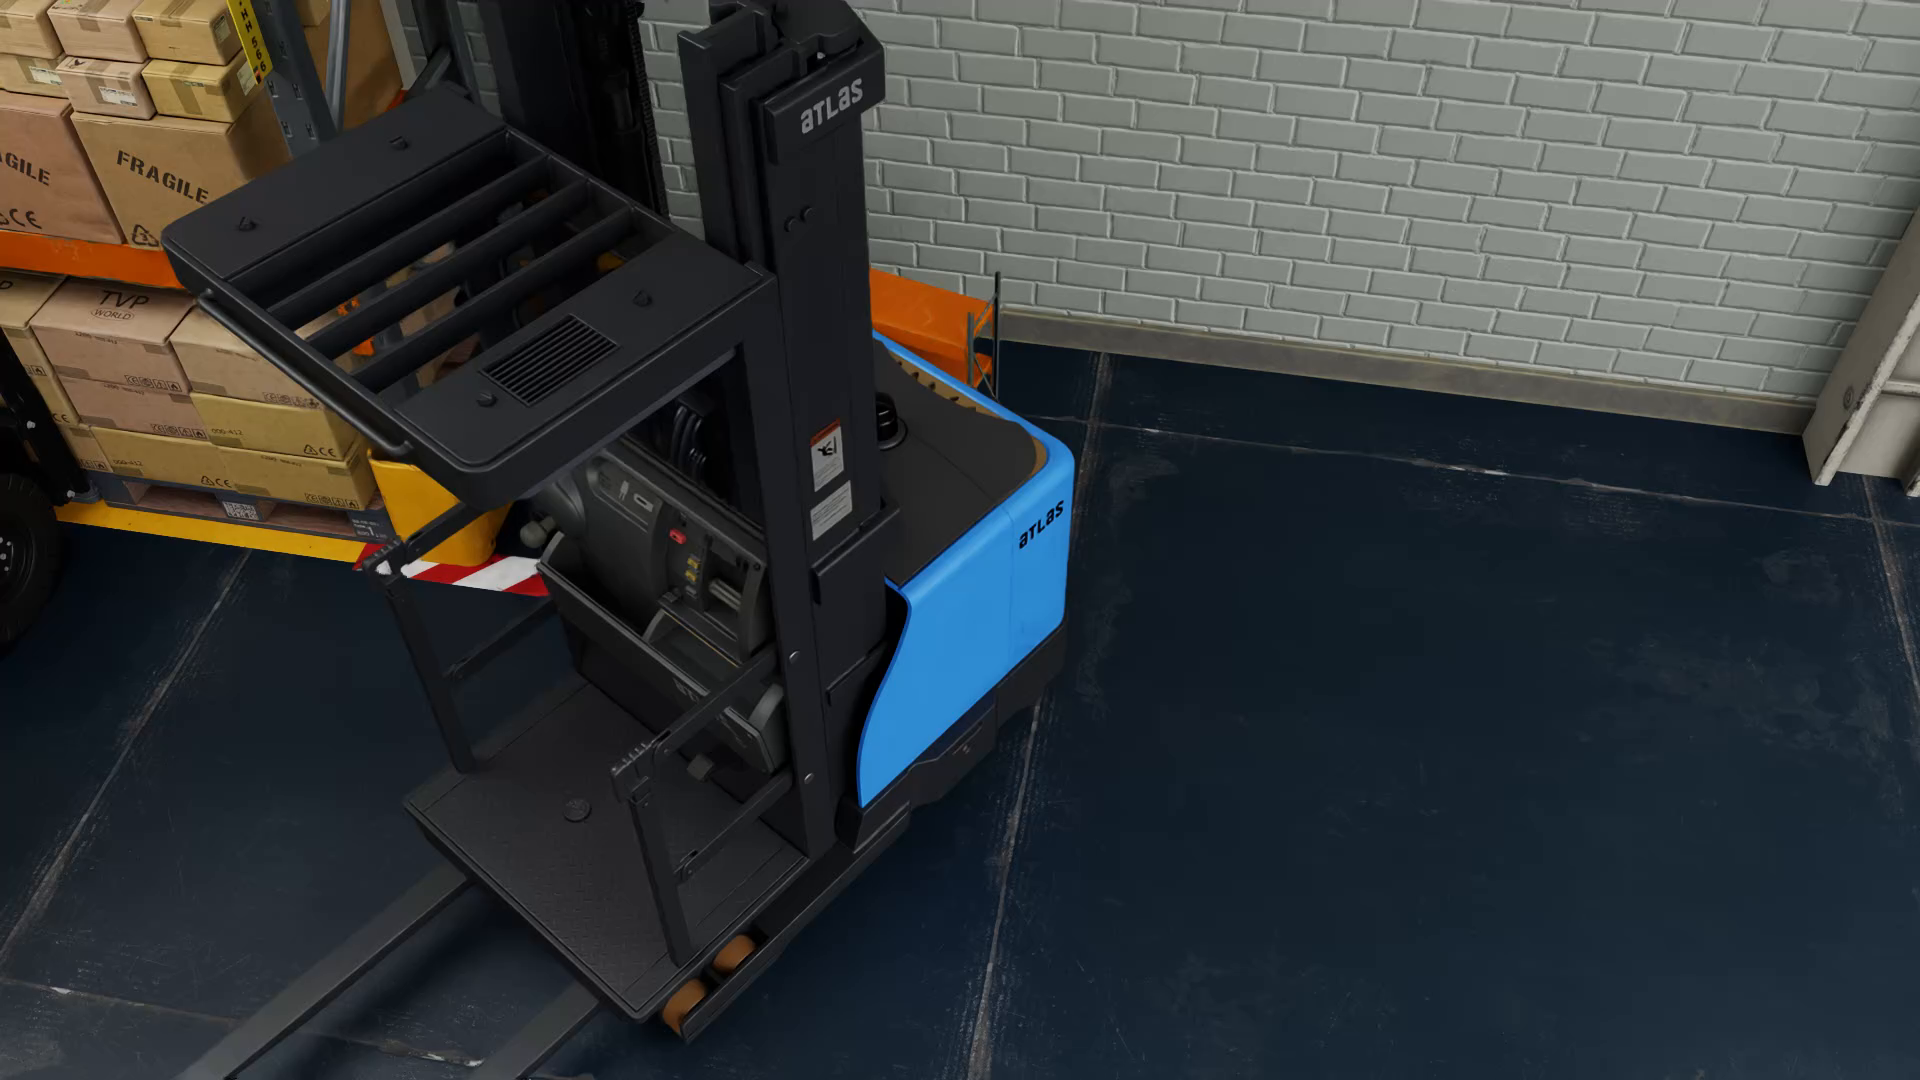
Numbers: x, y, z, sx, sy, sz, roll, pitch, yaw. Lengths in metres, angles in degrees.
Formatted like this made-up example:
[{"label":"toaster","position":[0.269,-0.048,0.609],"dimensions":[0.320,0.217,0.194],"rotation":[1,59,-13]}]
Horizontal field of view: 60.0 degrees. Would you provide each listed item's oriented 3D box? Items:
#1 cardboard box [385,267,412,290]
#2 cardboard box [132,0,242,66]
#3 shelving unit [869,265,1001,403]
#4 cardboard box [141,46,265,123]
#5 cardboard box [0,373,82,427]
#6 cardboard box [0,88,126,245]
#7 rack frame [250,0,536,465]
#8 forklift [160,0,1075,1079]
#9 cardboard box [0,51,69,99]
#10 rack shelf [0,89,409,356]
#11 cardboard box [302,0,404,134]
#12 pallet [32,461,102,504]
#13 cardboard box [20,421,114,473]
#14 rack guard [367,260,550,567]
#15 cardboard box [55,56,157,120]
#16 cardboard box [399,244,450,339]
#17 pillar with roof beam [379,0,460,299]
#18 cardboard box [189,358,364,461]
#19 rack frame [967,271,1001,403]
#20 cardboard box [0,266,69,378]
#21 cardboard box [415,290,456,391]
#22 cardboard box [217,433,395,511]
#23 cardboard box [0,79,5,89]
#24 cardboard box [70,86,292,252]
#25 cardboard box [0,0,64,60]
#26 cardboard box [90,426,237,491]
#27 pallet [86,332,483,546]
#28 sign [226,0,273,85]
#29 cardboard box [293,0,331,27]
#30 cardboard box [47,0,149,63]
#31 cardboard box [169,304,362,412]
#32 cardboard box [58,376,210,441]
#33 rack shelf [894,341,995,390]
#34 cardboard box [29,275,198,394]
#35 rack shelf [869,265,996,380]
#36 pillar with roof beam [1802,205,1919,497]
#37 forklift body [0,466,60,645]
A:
[{"label":"cardboard box","position":[-2.288,-1.106,6.121],"dimensions":[0.500,0.250,0.500],"rotation":[7,48,6]},{"label":"cardboard box","position":[-2.239,-1.591,4.960],"dimensions":[0.250,0.149,0.380],"rotation":[8,49,7]},{"label":"shelving unit","position":[-0.144,-0.469,5.865],"dimensions":[0.503,1.200,0.258],"rotation":[18,51,16]},{"label":"cardboard box","position":[-2.240,-1.439,5.023],"dimensions":[0.250,0.149,0.380],"rotation":[8,49,7]},{"label":"cardboard box","position":[-3.387,-0.700,6.092],"dimensions":[0.500,0.250,0.500],"rotation":[7,48,6]},{"label":"cardboard box","position":[-2.889,-1.330,5.361],"dimensions":[0.500,0.500,0.500],"rotation":[9,49,8]},{"label":"rack frame","position":[-1.849,-1.348,5.445],"dimensions":[0.127,3.000,1.000],"rotation":[8,49,7]},{"label":"forklift","position":[-0.983,0.053,4.232],"dimensions":[1.130,2.935,3.031],"rotation":[33,56,26]},{"label":"cardboard box","position":[-2.741,-1.531,5.105],"dimensions":[0.250,0.149,0.380],"rotation":[8,49,8]},{"label":"rack shelf","position":[-3.817,-1.372,5.950],"dimensions":[4.000,0.370,1.077],"rotation":[8,49,7]},{"label":"cardboard box","position":[-2.287,-1.651,5.649],"dimensions":[0.500,0.500,0.500],"rotation":[9,49,8]},{"label":"pallet","position":[-3.806,-0.650,6.692],"dimensions":[1.213,0.211,1.003],"rotation":[8,49,7]},{"label":"cardboard box","position":[-3.346,-0.546,6.290],"dimensions":[0.500,0.250,0.500],"rotation":[8,49,7]},{"label":"rack guard","position":[-1.825,-0.510,6.372],"dimensions":[0.348,0.500,1.175],"rotation":[8,49,7]},{"label":"cardboard box","position":[-2.497,-1.451,5.034],"dimensions":[0.250,0.149,0.380],"rotation":[8,49,7]},{"label":"cardboard box","position":[-2.275,-0.951,6.318],"dimensions":[0.500,0.250,0.500],"rotation":[8,49,8]},{"label":"pillar with roof beam","position":[-3.140,-0.954,1.058],"dimensions":[0.400,9.000,9.100],"rotation":[8,49,7]},{"label":"cardboard box","position":[-2.384,-0.572,5.978],"dimensions":[0.500,0.250,0.500],"rotation":[7,48,6]},{"label":"rack frame","position":[0.078,-0.395,5.798],"dimensions":[0.015,1.200,0.240],"rotation":[18,51,16]},{"label":"cardboard box","position":[-3.360,-0.859,5.899],"dimensions":[0.500,0.250,0.500],"rotation":[8,49,7]},{"label":"cardboard box","position":[-2.298,-0.778,6.499],"dimensions":[0.500,0.250,0.500],"rotation":[8,49,7]},{"label":"cardboard box","position":[-2.368,-0.401,6.160],"dimensions":[0.500,0.250,0.500],"rotation":[8,49,7]},{"label":"cardboard box","position":[-2.983,-1.572,5.142],"dimensions":[0.250,0.149,0.380],"rotation":[7,48,7]},{"label":"cardboard box","position":[-2.380,-1.255,5.294],"dimensions":[0.500,0.500,0.500],"rotation":[7,48,6]},{"label":"cardboard box","position":[-2.750,-1.616,4.982],"dimensions":[0.250,0.149,0.380],"rotation":[9,49,8]},{"label":"cardboard box","position":[-2.855,-0.473,6.225],"dimensions":[0.500,0.250,0.500],"rotation":[8,49,7]},{"label":"pallet","position":[-2.609,-0.487,6.546],"dimensions":[1.213,0.211,1.003],"rotation":[8,49,7]},{"label":"sign","position":[-1.959,-1.419,4.571],"dimensions":[0.005,0.325,0.100],"rotation":[8,49,7]},{"label":"cardboard box","position":[-2.137,-1.833,5.377],"dimensions":[0.250,0.149,0.380],"rotation":[7,48,6]},{"label":"cardboard box","position":[-2.487,-1.601,4.969],"dimensions":[0.250,0.149,0.380],"rotation":[8,49,7]},{"label":"cardboard box","position":[-2.358,-0.737,5.789],"dimensions":[0.500,0.250,0.500],"rotation":[9,49,8]},{"label":"cardboard box","position":[-2.875,-0.647,6.045],"dimensions":[0.500,0.250,0.500],"rotation":[7,48,6]},{"label":"rack shelf","position":[-0.144,-0.574,5.749],"dimensions":[0.480,0.148,0.258],"rotation":[18,51,16]},{"label":"cardboard box","position":[-2.861,-0.800,5.846],"dimensions":[0.500,0.250,0.500],"rotation":[8,49,8]},{"label":"rack shelf","position":[-0.144,-0.732,5.573],"dimensions":[0.480,0.148,0.258],"rotation":[18,51,16]},{"label":"pillar with roof beam","position":[2.765,-0.160,0.344],"dimensions":[0.400,9.000,9.100],"rotation":[8,49,7]},{"label":"forklift body","position":[-4.040,0.020,4.786],"dimensions":[1.214,2.155,2.313],"rotation":[8,49,7]}]
